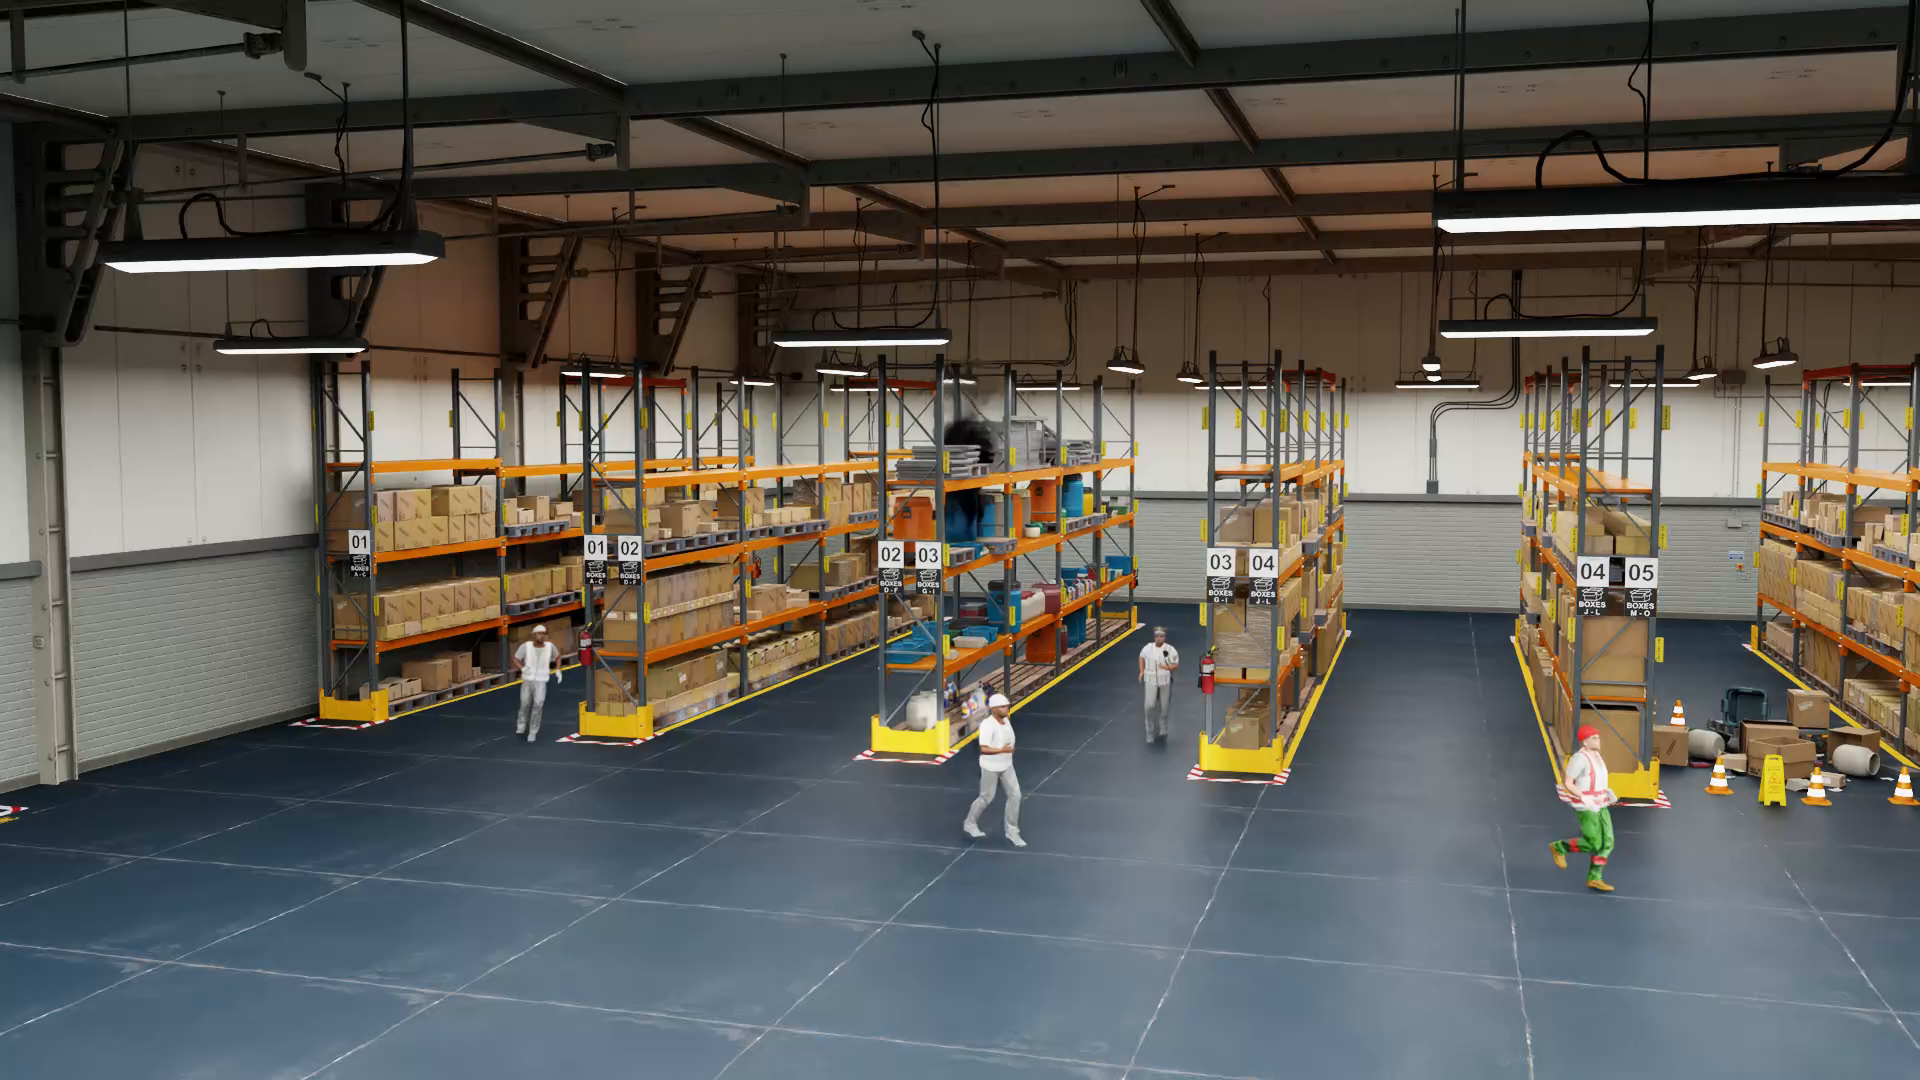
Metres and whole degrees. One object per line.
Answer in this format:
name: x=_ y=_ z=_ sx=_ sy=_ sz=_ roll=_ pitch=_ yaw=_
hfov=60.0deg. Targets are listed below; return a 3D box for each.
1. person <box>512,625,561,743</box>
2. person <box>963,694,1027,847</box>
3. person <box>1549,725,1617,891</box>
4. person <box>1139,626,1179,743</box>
person: x=-6.671 y=2.244 z=26.236 sx=0.749 sy=1.818 sz=0.737 roll=-1 pitch=4 yaw=-15
person: x=0.421 y=2.715 z=19.657 sx=0.841 sy=1.815 sz=0.635 roll=3 pitch=5 yaw=40
person: x=6.731 y=2.856 z=17.897 sx=0.640 sy=1.749 sz=0.704 roll=-4 pitch=5 yaw=-41
person: x=3.103 y=2.271 z=26.035 sx=0.631 sy=1.845 sz=0.754 roll=1 pitch=4 yaw=10
